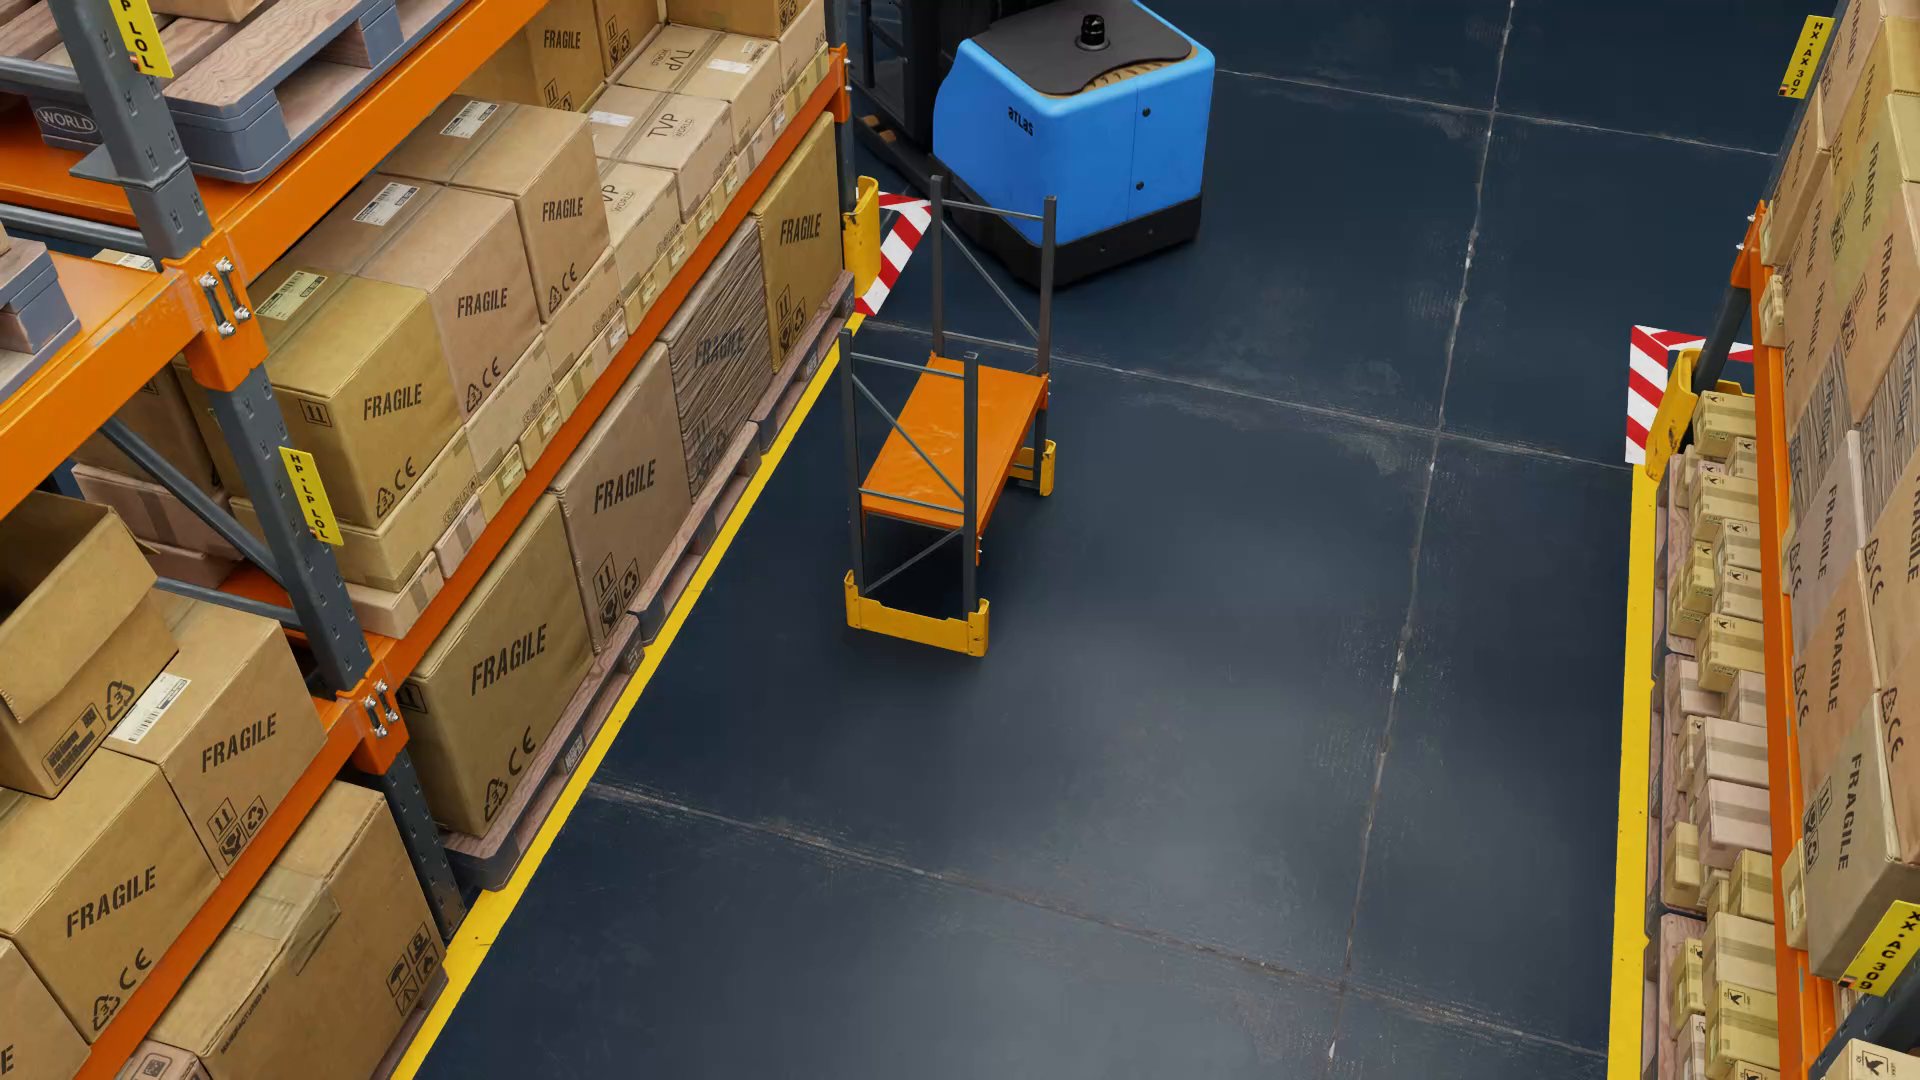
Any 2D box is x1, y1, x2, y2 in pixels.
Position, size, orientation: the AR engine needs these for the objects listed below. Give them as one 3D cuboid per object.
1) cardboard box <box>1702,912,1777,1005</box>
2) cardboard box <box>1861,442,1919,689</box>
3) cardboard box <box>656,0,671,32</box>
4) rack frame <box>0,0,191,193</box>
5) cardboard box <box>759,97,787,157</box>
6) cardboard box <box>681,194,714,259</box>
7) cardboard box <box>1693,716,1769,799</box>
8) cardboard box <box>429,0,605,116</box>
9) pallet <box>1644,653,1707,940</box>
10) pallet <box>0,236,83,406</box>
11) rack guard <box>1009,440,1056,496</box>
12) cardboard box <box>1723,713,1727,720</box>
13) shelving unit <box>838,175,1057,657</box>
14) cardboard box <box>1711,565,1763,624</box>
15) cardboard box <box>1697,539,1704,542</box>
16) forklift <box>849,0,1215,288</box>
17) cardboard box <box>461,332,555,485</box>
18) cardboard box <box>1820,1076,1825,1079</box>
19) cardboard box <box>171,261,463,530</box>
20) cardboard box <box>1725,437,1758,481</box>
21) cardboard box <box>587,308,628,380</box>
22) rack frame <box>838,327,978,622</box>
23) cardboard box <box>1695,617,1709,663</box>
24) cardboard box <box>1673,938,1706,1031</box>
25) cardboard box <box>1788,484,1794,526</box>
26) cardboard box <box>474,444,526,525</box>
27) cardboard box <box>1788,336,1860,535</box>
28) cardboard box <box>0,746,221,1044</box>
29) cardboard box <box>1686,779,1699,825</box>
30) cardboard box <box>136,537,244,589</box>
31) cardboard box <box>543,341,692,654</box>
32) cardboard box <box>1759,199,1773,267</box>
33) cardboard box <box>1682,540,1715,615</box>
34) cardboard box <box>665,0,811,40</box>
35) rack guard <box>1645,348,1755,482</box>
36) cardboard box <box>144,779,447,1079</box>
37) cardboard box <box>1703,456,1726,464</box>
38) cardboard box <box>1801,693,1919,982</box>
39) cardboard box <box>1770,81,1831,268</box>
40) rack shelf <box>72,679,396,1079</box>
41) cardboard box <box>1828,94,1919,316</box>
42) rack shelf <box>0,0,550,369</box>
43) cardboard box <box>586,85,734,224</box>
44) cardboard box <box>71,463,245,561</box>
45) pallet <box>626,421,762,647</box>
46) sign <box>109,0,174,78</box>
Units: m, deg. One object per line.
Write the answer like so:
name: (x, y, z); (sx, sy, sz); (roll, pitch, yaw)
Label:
cardboard box: (2.448, 1.301, 4.988); (0.380, 0.149, 0.250); (12, 46, 12)
cardboard box: (2.516, 0.067, 3.936); (0.500, 0.500, 0.500); (11, 45, 11)
cardboard box: (-1.408, -2.291, 7.240); (0.500, 0.250, 0.500); (11, 46, 11)
rack frame: (-2.217, -1.979, 2.737); (1.000, 3.000, 0.127); (13, 46, 13)
cardboard box: (-0.954, -1.763, 6.985); (0.380, 0.149, 0.250); (13, 46, 13)
cardboard box: (-1.185, -1.250, 6.461); (0.380, 0.149, 0.250); (13, 46, 13)
cardboard box: (2.664, 0.762, 5.538); (0.380, 0.149, 0.250); (11, 45, 11)
cardboard box: (-1.711, -1.879, 6.283); (0.500, 0.500, 0.500); (11, 46, 11)
pallet: (3.017, 1.009, 5.967); (1.003, 0.211, 1.213); (13, 46, 13)
pallet: (-2.447, -0.217, 3.218); (0.805, 0.209, 1.217); (11, 45, 11)
rack guard: (0.128, -0.370, 7.349); (0.587, 0.250, 0.087); (13, 46, 13)
cardboard box: (2.856, 0.739, 5.774); (0.380, 0.149, 0.250); (15, 46, 14)
shelving unit: (-0.023, -0.485, 6.573); (0.587, 1.500, 1.083); (13, 46, 13)
cardboard box: (2.952, 0.266, 6.045); (0.380, 0.149, 0.250); (14, 46, 14)
cardboard box: (3.226, -0.041, 6.784); (0.380, 0.149, 0.250); (12, 46, 12)
forklift: (0.059, -3.324, 8.450); (1.130, 2.935, 3.031); (-23, 49, -22)
cardboard box: (-1.669, -0.476, 5.385); (0.500, 0.250, 0.500); (12, 46, 12)
cardboard box: (1.922, 1.282, 3.361); (0.380, 0.149, 0.250); (13, 46, 13)
cardboard box: (-1.828, -0.421, 4.792); (0.500, 0.500, 0.500); (13, 46, 13)
cardboard box: (3.240, -0.240, 6.563); (0.380, 0.149, 0.250); (13, 46, 13)
cardboard box: (-1.418, -0.736, 5.936); (0.380, 0.149, 0.250); (13, 46, 13)
rack frame: (-0.180, -0.140, 6.220); (0.500, 1.500, 0.032); (13, 46, 13)
cardboard box: (2.989, 0.463, 6.269); (0.380, 0.149, 0.250); (13, 46, 13)
cardboard box: (2.407, 1.403, 5.096); (0.380, 0.149, 0.250); (11, 45, 11)
cardboard box: (2.857, -0.096, 5.282); (0.380, 0.149, 0.250); (14, 46, 14)
cardboard box: (-1.651, -0.223, 5.411); (0.380, 0.149, 0.250); (14, 46, 14)
cardboard box: (2.845, -0.257, 4.983); (0.500, 0.500, 0.500); (11, 46, 11)
cardboard box: (-2.254, 0.827, 4.087); (0.500, 0.500, 0.500); (14, 46, 14)
cardboard box: (2.730, 0.969, 5.752); (0.380, 0.149, 0.250); (13, 46, 13)
cardboard box: (-2.437, -0.018, 5.202); (0.380, 0.149, 0.250); (13, 46, 13)
cardboard box: (-1.668, -0.248, 6.477); (0.875, 0.875, 0.875); (13, 46, 13)
cardboard box: (3.281, -1.147, 6.356); (0.380, 0.149, 0.250); (12, 46, 12)
cardboard box: (2.980, 0.175, 6.351); (0.380, 0.149, 0.250); (14, 46, 14)
cardboard box: (-0.902, -2.441, 6.857); (0.500, 0.500, 0.500); (13, 46, 13)
rack guard: (3.668, -0.439, 7.240); (1.175, 0.500, 0.348); (13, 46, 13)
cardboard box: (-2.391, 1.205, 4.991); (1.225, 0.875, 0.875); (13, 46, 13)
cardboard box: (3.288, -0.326, 6.863); (0.380, 0.149, 0.250); (14, 46, 14)
cardboard box: (2.357, 0.759, 3.945); (0.500, 0.500, 0.500); (13, 46, 13)
cardboard box: (3.292, -1.284, 6.033); (0.500, 0.500, 0.500); (15, 46, 14)
rack shelf: (-2.822, 1.756, 3.725); (1.077, 0.370, 4.000); (13, 46, 13)
cardboard box: (2.977, -0.960, 4.986); (0.500, 0.500, 0.500); (12, 46, 12)
rack shelf: (-1.611, -1.983, 5.400); (1.077, 0.370, 4.000); (13, 46, 13)
cardboard box: (-1.207, -1.497, 6.429); (0.500, 0.250, 0.500); (11, 45, 11)
cardboard box: (-2.333, -0.237, 5.141); (0.500, 0.250, 0.500); (12, 46, 12)
pallet: (-1.544, -0.144, 7.145); (1.003, 0.211, 1.213); (13, 46, 12)
sign: (-1.697, -1.096, 3.385); (0.100, 0.325, 0.005); (13, 46, 13)
